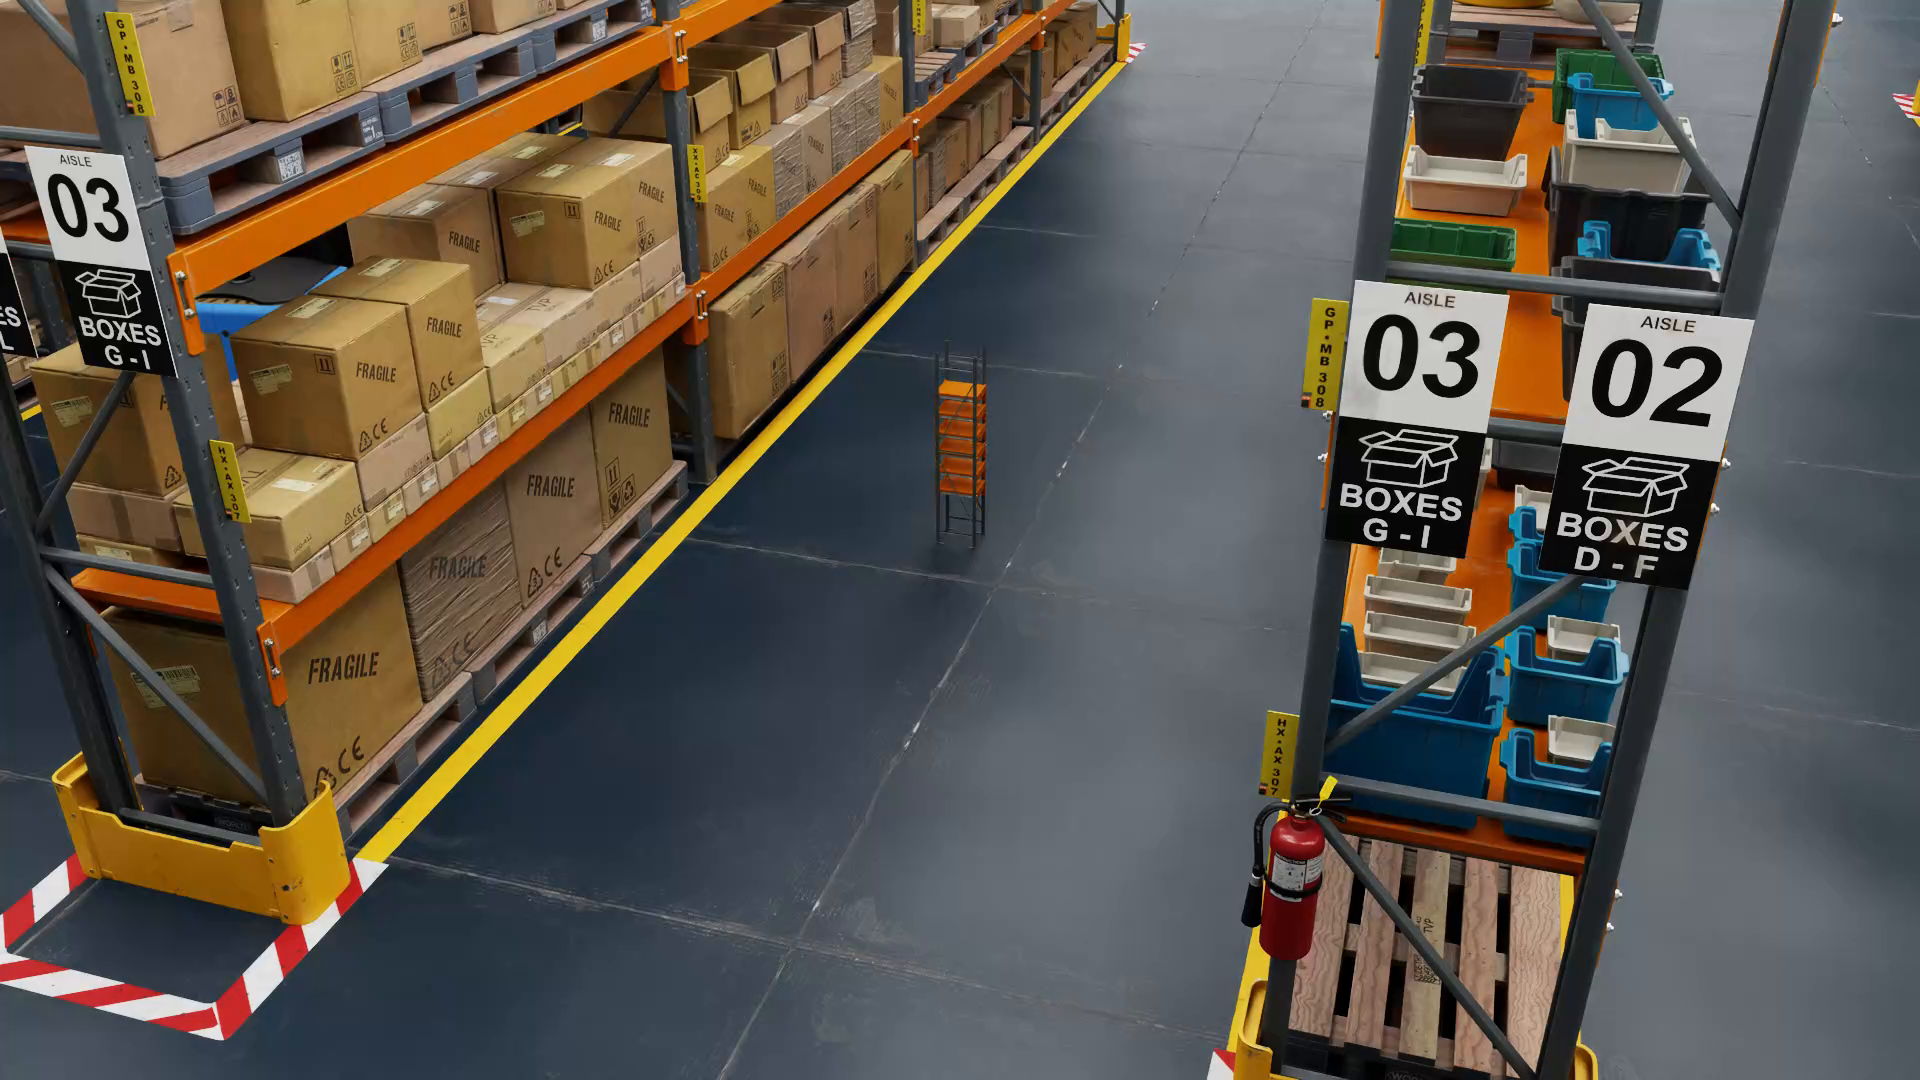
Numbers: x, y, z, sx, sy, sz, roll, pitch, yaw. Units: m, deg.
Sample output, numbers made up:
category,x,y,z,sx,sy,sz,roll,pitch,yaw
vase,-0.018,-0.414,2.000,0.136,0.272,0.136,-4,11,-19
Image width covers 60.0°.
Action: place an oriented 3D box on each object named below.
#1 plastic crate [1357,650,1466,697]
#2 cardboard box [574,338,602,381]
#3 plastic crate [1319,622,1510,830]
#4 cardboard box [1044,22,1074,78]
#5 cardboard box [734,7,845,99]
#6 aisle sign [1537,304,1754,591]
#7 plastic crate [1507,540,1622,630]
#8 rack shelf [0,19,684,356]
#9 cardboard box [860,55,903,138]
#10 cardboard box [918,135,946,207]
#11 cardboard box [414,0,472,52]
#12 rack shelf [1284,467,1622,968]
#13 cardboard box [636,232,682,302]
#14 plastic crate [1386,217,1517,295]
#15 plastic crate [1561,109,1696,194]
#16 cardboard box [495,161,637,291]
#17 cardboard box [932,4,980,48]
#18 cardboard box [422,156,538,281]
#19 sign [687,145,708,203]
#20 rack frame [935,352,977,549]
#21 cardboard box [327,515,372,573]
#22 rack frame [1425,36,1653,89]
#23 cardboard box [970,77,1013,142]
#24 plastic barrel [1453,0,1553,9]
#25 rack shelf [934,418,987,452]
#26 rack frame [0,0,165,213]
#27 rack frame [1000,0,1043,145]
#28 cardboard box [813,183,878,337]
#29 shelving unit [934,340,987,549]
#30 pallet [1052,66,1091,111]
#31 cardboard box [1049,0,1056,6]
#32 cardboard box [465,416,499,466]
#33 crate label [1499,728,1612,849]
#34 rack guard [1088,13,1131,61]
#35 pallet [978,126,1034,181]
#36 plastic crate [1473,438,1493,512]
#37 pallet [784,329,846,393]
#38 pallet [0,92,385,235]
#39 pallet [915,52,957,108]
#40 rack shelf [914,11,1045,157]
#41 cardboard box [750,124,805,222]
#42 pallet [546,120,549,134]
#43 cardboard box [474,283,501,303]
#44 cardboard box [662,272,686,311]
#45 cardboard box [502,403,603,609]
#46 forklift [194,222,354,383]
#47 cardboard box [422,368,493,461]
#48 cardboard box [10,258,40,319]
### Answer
category,x,y,z,sx,sy,sz,roll,pitch,yaw
plastic crate,1.607,0.510,5.957,0.396,0.136,0.243,8,30,15
cardboard box,-2.098,-0.963,8.654,0.380,0.149,0.250,9,30,16
plastic crate,1.461,0.602,5.484,0.616,0.435,0.499,8,30,15
cardboard box,0.959,-5.549,18.778,0.500,0.500,0.500,11,31,20
cardboard box,-1.270,-3.441,11.715,0.797,0.503,0.637,9,30,16
aisle sign,1.804,-0.234,4.411,0.394,0.787,0.004,8,30,15
plastic crate,2.315,0.193,6.427,0.416,0.233,0.300,8,30,15
rack shelf,-2.607,-1.807,7.566,1.077,0.370,4.000,8,30,15
cardboard box,-0.754,-3.377,12.633,0.500,0.500,0.500,9,30,16
cardboard box,-0.517,-3.272,14.665,0.700,0.500,0.500,6,30,11
cardboard box,-2.643,-2.477,7.394,0.700,0.500,0.500,10,31,17
rack shelf,2.128,0.211,7.025,1.077,0.370,4.000,8,30,15
cardboard box,-1.898,-1.561,9.320,0.500,0.250,0.500,8,30,14
plastic crate,1.558,-0.891,5.399,0.450,0.188,0.336,8,30,15
plastic crate,2.487,-1.419,6.251,0.437,0.282,0.530,8,30,15
cardboard box,-2.050,-1.648,8.703,0.500,0.500,0.500,9,30,15
cardboard box,-0.134,-4.463,14.409,0.500,0.250,0.500,8,30,13
cardboard box,-2.557,-1.718,8.829,0.500,0.500,0.500,8,30,15
sign,-1.489,-2.074,9.421,0.100,0.325,0.005,8,30,15
rack frame,-0.023,-0.489,9.394,0.240,1.200,0.006,8,30,15
cardboard box,-2.700,-0.008,6.938,0.380,0.149,0.250,8,30,14
rack frame,2.715,-1.033,8.521,1.000,3.000,0.127,8,30,15
cardboard box,0.128,-4.275,16.468,0.700,0.500,0.500,6,30,11
plastic barrel,2.789,-3.063,8.459,0.600,0.588,0.600,0,29,0
rack shelf,0.004,-0.597,9.434,0.258,0.103,0.180,8,30,15
rack frame,-3.194,-2.502,4.992,1.000,3.000,0.127,8,30,15
rack frame,0.329,-5.457,16.475,1.000,3.000,0.127,8,30,15
cardboard box,-1.337,-2.123,12.234,1.225,0.875,0.875,9,30,15
shelving unit,0.004,-0.531,9.470,0.258,1.200,0.189,8,30,15
pallet,0.848,-5.125,18.745,1.003,0.211,1.213,8,30,15
cardboard box,0.765,-5.519,16.844,0.380,0.149,0.250,8,30,15
cardboard box,-2.399,-0.487,7.798,0.380,0.149,0.250,8,30,14
crate label,1.928,0.805,5.327,0.416,0.233,0.303,8,30,15
rack guard,1.480,-6.189,20.360,1.175,0.500,0.348,8,30,15
pallet,0.101,-3.877,16.502,1.003,0.211,1.213,8,30,15
plastic crate,2.091,-0.324,7.307,0.437,0.282,0.530,8,30,15
pallet,-1.509,-1.459,12.156,1.003,0.211,1.213,8,30,15
pallet,-2.986,-1.499,6.365,1.003,0.211,1.213,8,30,15
pallet,-0.738,-3.861,13.802,1.213,0.211,1.003,8,30,15
rack shelf,-0.258,-4.214,14.979,1.077,0.370,4.000,8,30,15
cardboard box,-1.352,-2.428,10.926,0.500,0.500,0.500,8,30,14
pallet,-4.894,-4.055,16.823,1.003,0.211,1.213,8,30,15
cardboard box,-2.705,-1.151,8.582,0.500,0.250,0.500,9,30,16
cardboard box,-1.796,-1.441,9.514,0.380,0.149,0.250,9,30,15
cardboard box,-2.554,-0.281,8.923,0.875,0.875,0.875,8,30,15
forklift,-4.358,-2.482,11.197,1.130,2.935,3.031,3,29,6
cardboard box,-2.498,-0.605,7.601,0.500,0.250,0.500,7,30,13
cardboard box,-6.755,-1.965,12.337,0.500,0.500,0.500,8,30,14
